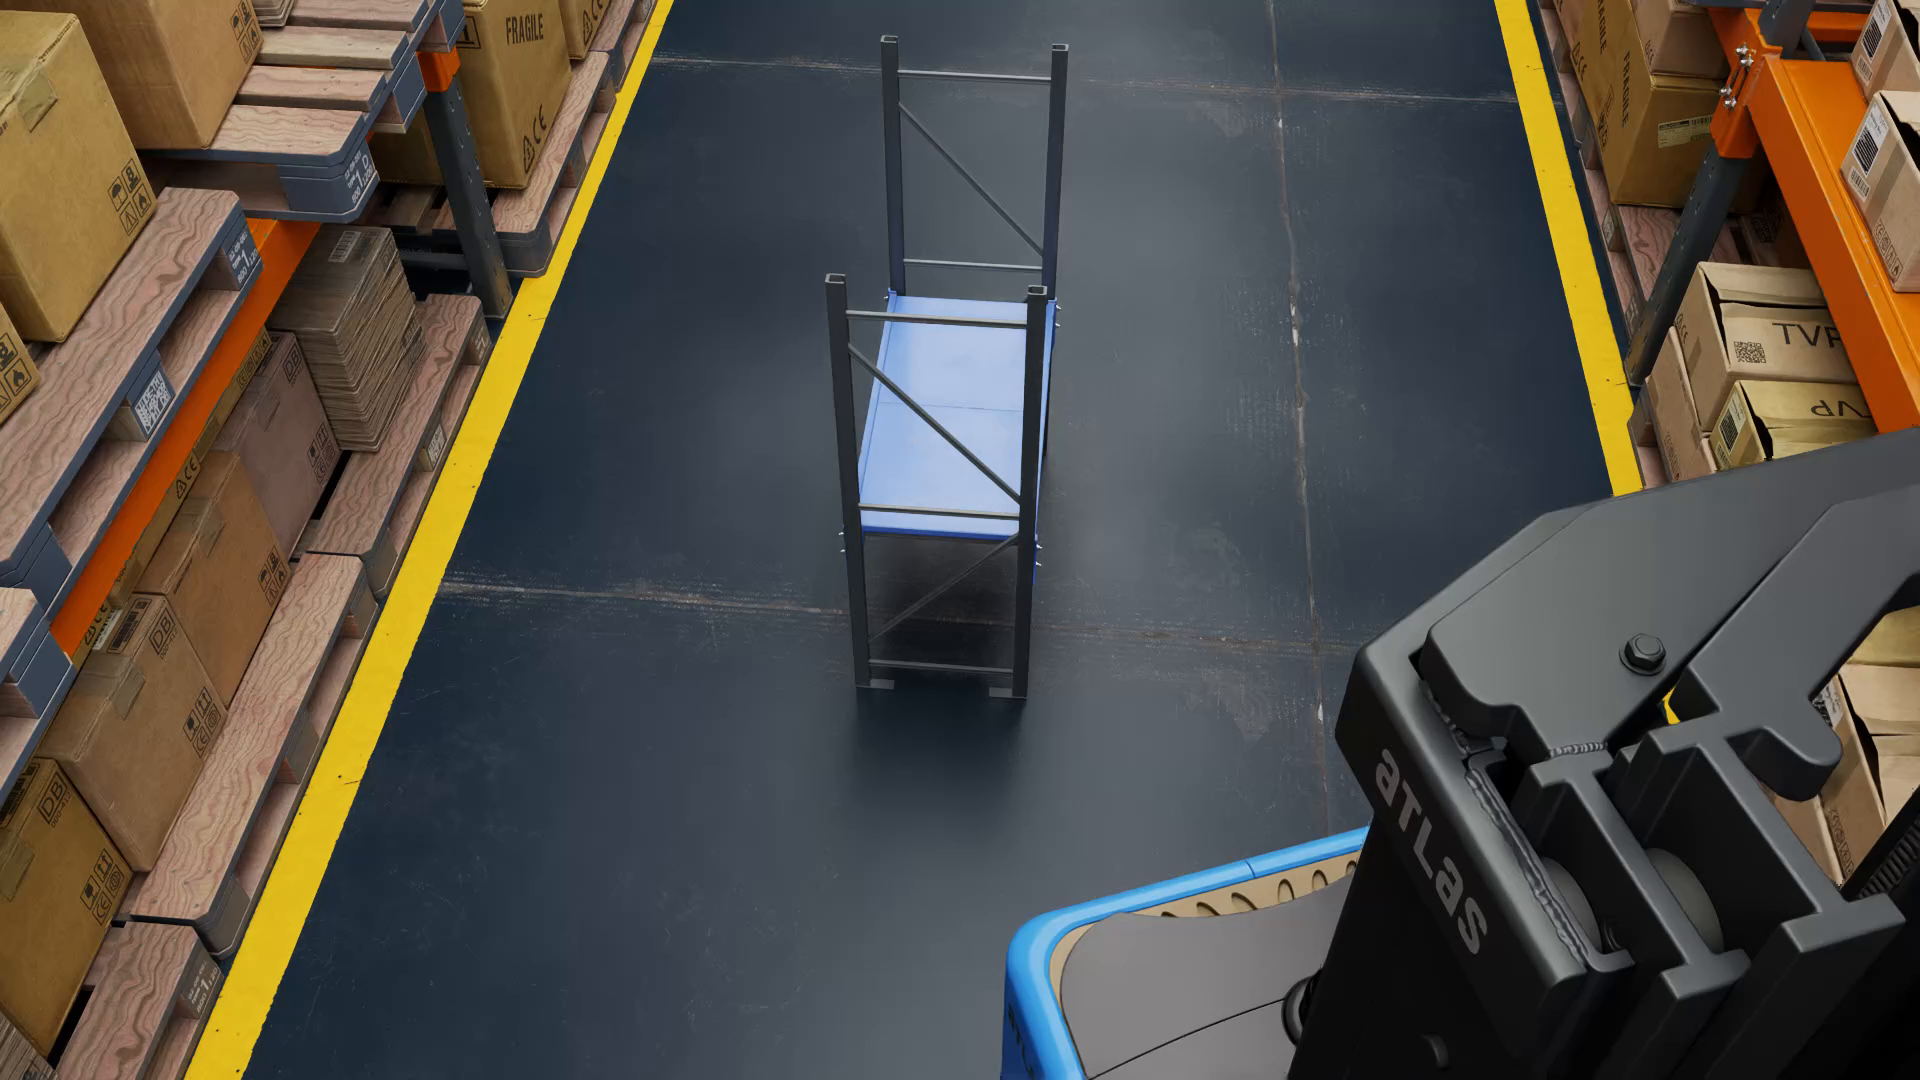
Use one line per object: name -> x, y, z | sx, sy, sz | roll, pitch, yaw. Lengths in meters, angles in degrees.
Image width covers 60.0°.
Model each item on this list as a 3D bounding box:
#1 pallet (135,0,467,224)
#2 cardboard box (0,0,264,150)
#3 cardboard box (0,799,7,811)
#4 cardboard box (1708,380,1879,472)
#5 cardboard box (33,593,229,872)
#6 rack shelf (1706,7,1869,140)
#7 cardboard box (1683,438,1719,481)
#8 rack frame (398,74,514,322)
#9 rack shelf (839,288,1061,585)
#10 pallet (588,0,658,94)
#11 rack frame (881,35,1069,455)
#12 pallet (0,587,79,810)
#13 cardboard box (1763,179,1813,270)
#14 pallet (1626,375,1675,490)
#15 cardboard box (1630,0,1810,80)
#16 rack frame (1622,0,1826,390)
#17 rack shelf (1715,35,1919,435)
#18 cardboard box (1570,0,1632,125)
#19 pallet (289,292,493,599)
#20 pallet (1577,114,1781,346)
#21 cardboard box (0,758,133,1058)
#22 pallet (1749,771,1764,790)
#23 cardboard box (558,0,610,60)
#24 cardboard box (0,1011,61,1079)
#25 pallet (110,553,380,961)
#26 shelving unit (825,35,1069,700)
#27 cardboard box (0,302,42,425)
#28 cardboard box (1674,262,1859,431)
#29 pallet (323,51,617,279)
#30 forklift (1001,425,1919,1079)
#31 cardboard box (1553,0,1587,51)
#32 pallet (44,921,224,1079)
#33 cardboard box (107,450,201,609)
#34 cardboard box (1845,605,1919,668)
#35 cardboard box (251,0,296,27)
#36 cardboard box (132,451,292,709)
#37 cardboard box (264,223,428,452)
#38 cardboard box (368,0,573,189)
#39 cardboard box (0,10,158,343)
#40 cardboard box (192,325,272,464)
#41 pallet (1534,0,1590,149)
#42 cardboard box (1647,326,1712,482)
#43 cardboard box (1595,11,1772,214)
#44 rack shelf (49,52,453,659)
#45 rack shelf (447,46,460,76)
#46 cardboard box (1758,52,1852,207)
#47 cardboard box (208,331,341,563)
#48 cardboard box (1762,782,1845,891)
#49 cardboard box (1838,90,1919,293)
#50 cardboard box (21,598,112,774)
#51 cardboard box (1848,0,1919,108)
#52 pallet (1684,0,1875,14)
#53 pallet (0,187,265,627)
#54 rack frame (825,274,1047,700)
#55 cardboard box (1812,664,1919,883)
pallet -> -2.085, -1.281, 4.518 | 1.213, 0.211, 1.003 | 4, 48, 4
cardboard box -> -2.183, -1.300, 4.040 | 0.700, 0.500, 0.500 | 0, 48, 0
cardboard box -> -2.404, 0.639, 3.520 | 0.500, 0.250, 0.500 | 3, 48, 3
cardboard box -> 2.428, -0.197, 4.596 | 0.500, 0.311, 0.500 | 3, 48, 3
cardboard box -> -2.356, 0.461, 4.191 | 0.700, 0.500, 0.500 | 4, 48, 4
rack shelf -> 2.989, -2.773, 6.241 | 1.077, 0.370, 4.000 | 4, 48, 4
cardboard box -> 2.422, -0.025, 4.819 | 0.500, 0.250, 0.500 | 3, 48, 2
rack frame -> -2.126, -1.876, 4.933 | 1.000, 3.000, 0.127 | 4, 48, 4
rack shelf -> -0.008, -0.322, 4.772 | 0.538, 0.185, 1.000 | 4, 48, 4
pallet -> -1.866, -2.403, 7.305 | 1.003, 0.211, 1.213 | 4, 48, 4
rack frame -> 0.039, -0.817, 4.981 | 0.500, 1.500, 0.032 | 4, 48, 4
pallet -> -2.276, 0.576, 2.820 | 1.003, 0.211, 1.213 | 4, 48, 4
cardboard box -> 3.133, -1.166, 5.679 | 0.500, 0.500, 0.500 | 6, 48, 5
pallet -> 2.693, -0.002, 5.109 | 1.003, 0.211, 1.213 | 4, 48, 4
cardboard box -> 2.660, -1.848, 5.795 | 0.500, 0.250, 0.500 | 6, 48, 5
rack frame -> 2.807, -1.546, 4.631 | 1.000, 3.000, 0.127 | 4, 48, 4
rack shelf -> 2.625, 0.167, 3.552 | 1.077, 0.370, 4.000 | 4, 48, 4
cardboard box -> 2.706, -1.934, 6.382 | 0.500, 0.500, 0.500 | 2, 48, 2
pallet -> -2.199, -0.361, 5.437 | 1.003, 0.211, 1.213 | 4, 48, 4
pallet -> 2.913, -1.151, 6.159 | 1.003, 0.211, 1.213 | 4, 48, 4
cardboard box -> -2.443, 0.833, 3.851 | 0.700, 0.500, 0.500 | 3, 48, 3
pallet -> 2.580, 0.892, 4.291 | 1.003, 0.211, 1.213 | 4, 48, 4
cardboard box -> -1.842, -2.467, 6.646 | 0.750, 0.750, 0.750 | 4, 48, 3
cardboard box -> -2.440, 1.216, 3.501 | 0.700, 0.500, 0.500 | 5, 48, 5
pallet -> -2.313, 0.533, 4.619 | 1.003, 0.211, 1.213 | 4, 48, 4
shelving unit -> -0.008, -0.443, 4.639 | 0.538, 1.500, 1.048 | 4, 48, 4
cardboard box -> -2.323, -0.387, 3.205 | 0.700, 0.500, 0.500 | 10, 48, 9
cardboard box -> 2.467, -0.584, 4.950 | 0.500, 0.311, 0.500 | 5, 48, 5
pallet -> -1.979, -1.509, 6.487 | 1.003, 0.211, 1.213 | 4, 48, 4
forklift -> 0.981, 1.402, 1.981 | 1.130, 2.935, 3.031 | -12, 49, -11
cardboard box -> 2.748, -2.320, 6.735 | 0.500, 0.500, 0.500 | 2, 48, 2
pallet -> -2.421, 1.432, 3.797 | 1.003, 0.211, 1.213 | 4, 48, 4
cardboard box -> -2.296, -0.109, 4.204 | 0.500, 0.250, 0.500 | 4, 48, 3
cardboard box -> 2.379, 0.178, 4.254 | 0.500, 0.311, 0.500 | 3, 48, 2
cardboard box -> -2.159, -1.712, 4.417 | 0.700, 0.500, 0.500 | -1, 48, -1
cardboard box -> -2.320, 0.089, 4.531 | 0.700, 0.500, 0.500 | 4, 48, 3
cardboard box -> -2.140, -0.648, 5.206 | 0.700, 0.500, 0.500 | 4, 48, 4
cardboard box -> -1.929, -1.824, 6.058 | 0.750, 0.750, 0.750 | 3, 48, 3
cardboard box -> -2.250, -0.795, 3.579 | 0.700, 0.500, 0.500 | 4, 48, 4
cardboard box -> -2.254, -0.487, 4.550 | 0.500, 0.250, 0.500 | 5, 48, 4
pallet -> 3.027, -2.045, 6.977 | 1.003, 0.211, 1.213 | 4, 48, 4
cardboard box -> 2.467, -0.394, 5.157 | 0.500, 0.250, 0.500 | 4, 48, 3
cardboard box -> 2.659, -1.554, 6.034 | 0.500, 0.500, 0.500 | 6, 48, 5
rack shelf -> -2.308, -0.164, 3.854 | 1.077, 0.370, 4.000 | 4, 48, 4
rack shelf -> -1.944, -3.103, 6.543 | 1.077, 0.370, 4.000 | 4, 48, 4
cardboard box -> 3.175, -1.551, 6.032 | 0.500, 0.500, 0.500 | 2, 48, 2
cardboard box -> -2.303, -0.278, 4.867 | 0.700, 0.500, 0.500 | 4, 48, 3
cardboard box -> 2.334, 0.734, 4.124 | 0.500, 0.250, 0.500 | 5, 48, 4
cardboard box -> 2.533, -0.872, 4.075 | 0.500, 0.311, 0.500 | 3, 48, 3
cardboard box -> -2.360, 0.257, 3.870 | 0.500, 0.250, 0.500 | 3, 48, 2
cardboard box -> 2.731, -1.251, 4.422 | 0.500, 0.311, 0.500 | 7, 48, 6
pallet -> 2.799, -1.984, 5.162 | 1.213, 0.211, 1.003 | 4, 48, 4
pallet -> -2.266, -0.354, 3.671 | 1.003, 0.211, 1.213 | 4, 48, 4
rack frame -> -0.054, -0.070, 4.298 | 0.500, 1.500, 0.032 | 4, 48, 4
cardboard box -> 2.333, 0.555, 3.908 | 0.500, 0.311, 0.500 | 3, 48, 3
